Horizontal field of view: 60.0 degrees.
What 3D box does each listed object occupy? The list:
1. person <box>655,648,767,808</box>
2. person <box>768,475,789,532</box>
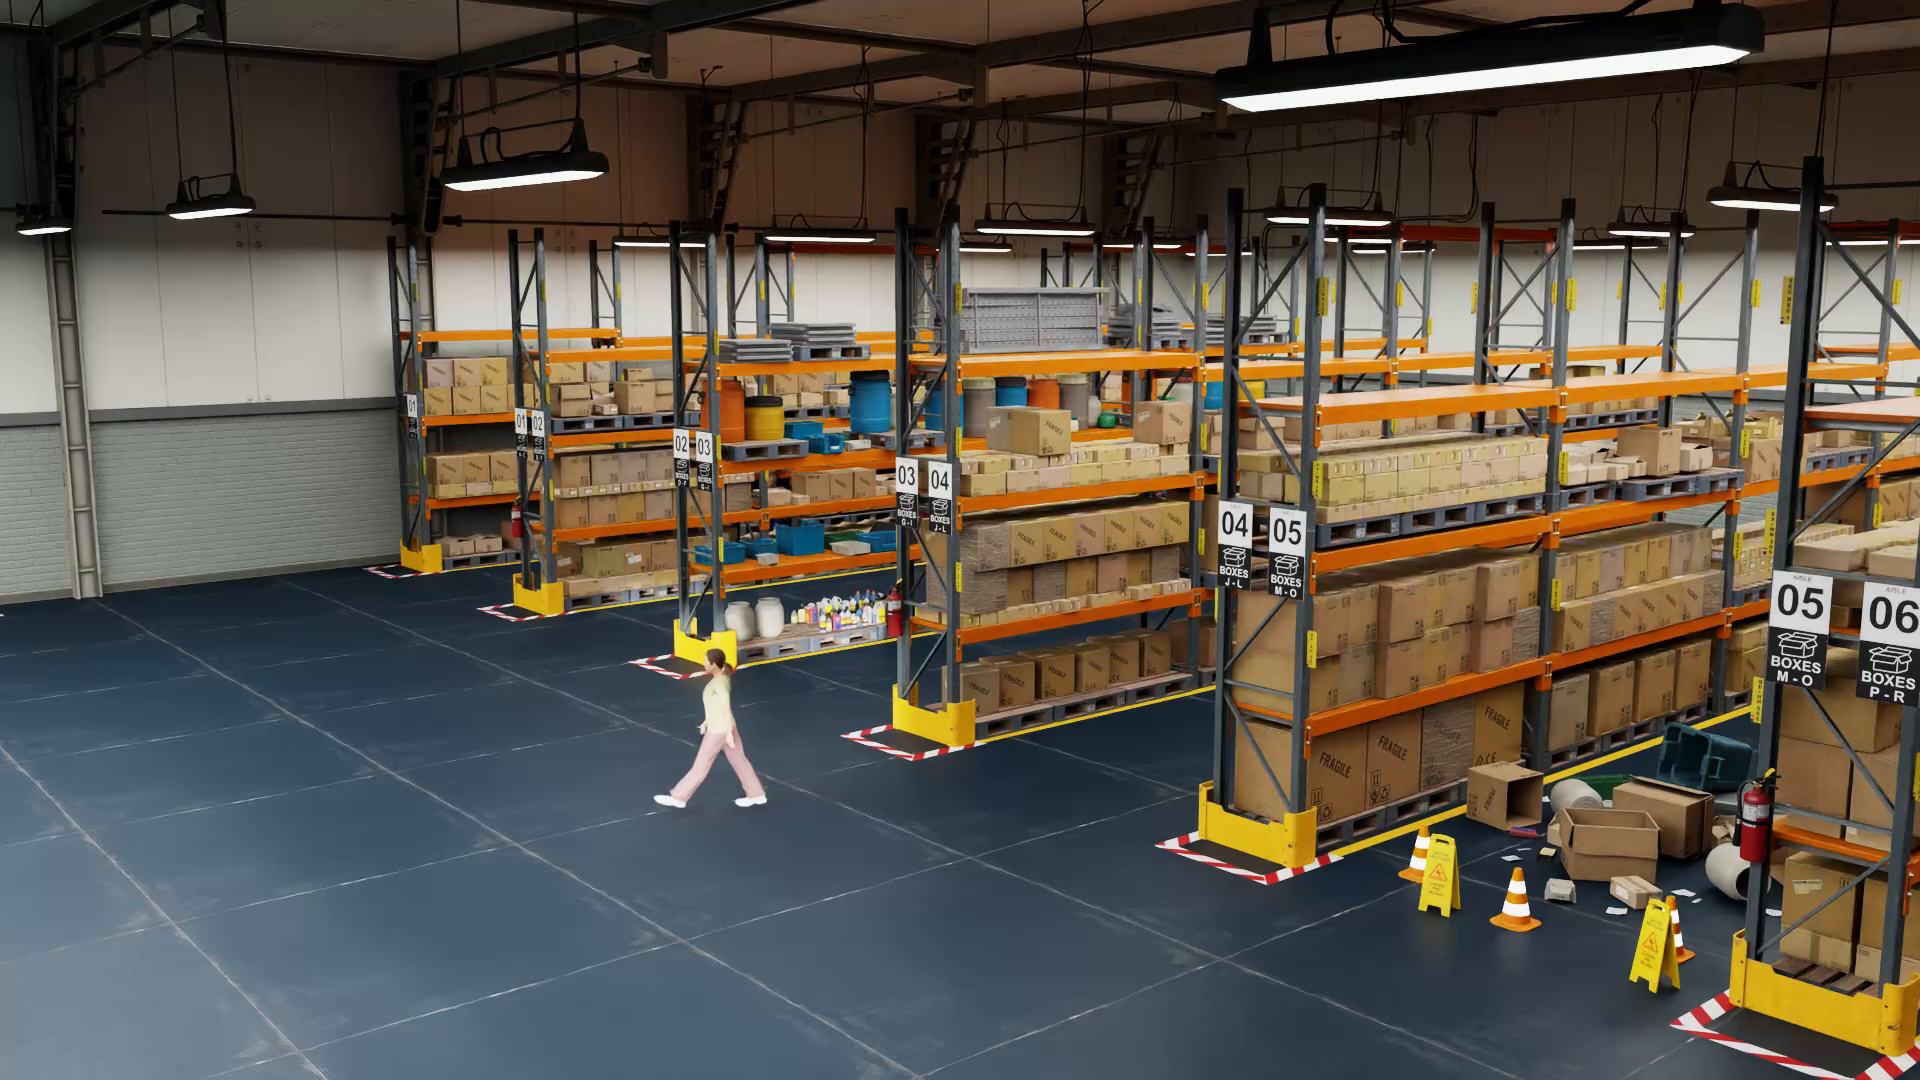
[{"bbox_3d":[-2.456,1.847,16.384,1.070,1.611,0.472,0,9,3],"label":"person"},{"bbox_3d":[-3.440,-0.449,31.544,0.554,1.604,0.519,8,12,43],"label":"person"}]
